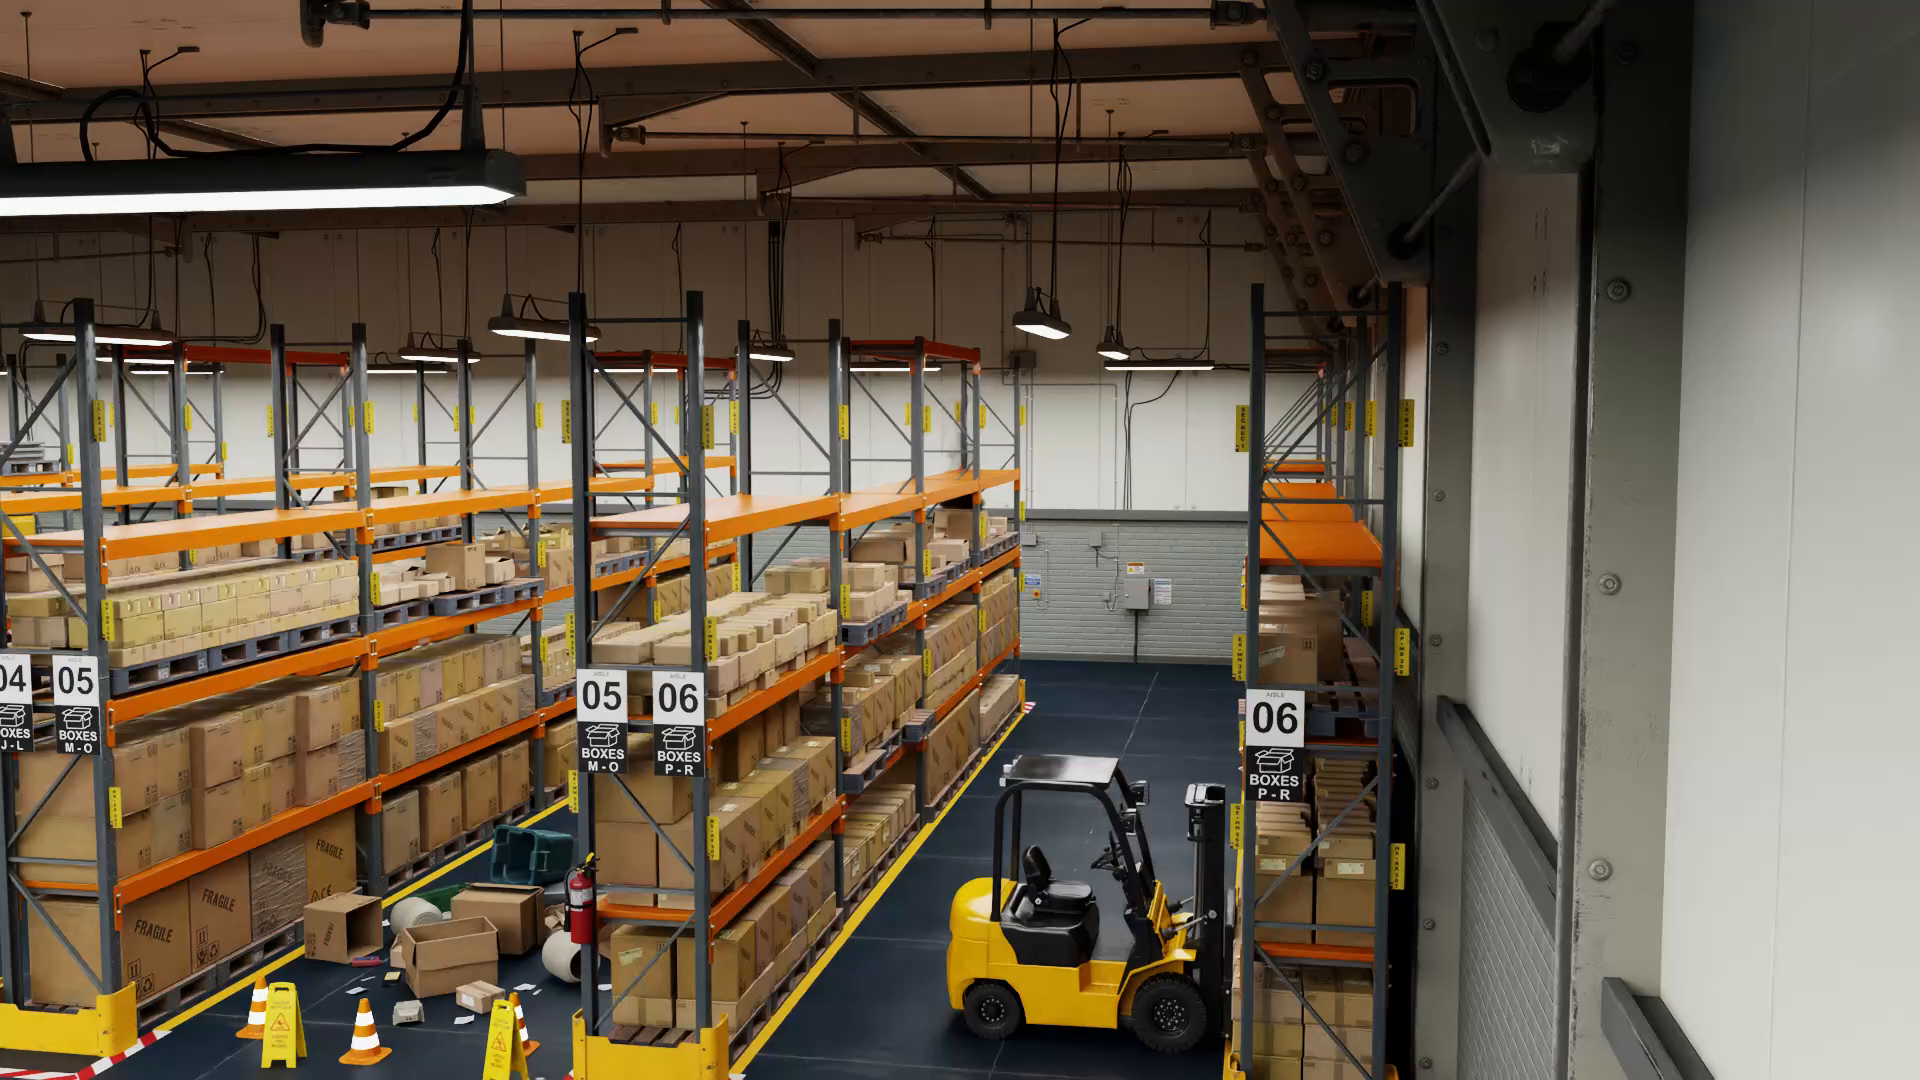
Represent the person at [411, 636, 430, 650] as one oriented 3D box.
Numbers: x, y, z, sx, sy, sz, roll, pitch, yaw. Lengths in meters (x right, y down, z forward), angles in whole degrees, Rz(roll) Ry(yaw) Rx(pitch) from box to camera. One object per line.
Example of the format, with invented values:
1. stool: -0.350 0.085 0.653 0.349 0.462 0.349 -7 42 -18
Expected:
1. person: -8.138 2.233 25.475 0.670 1.823 0.968 1 5 6
